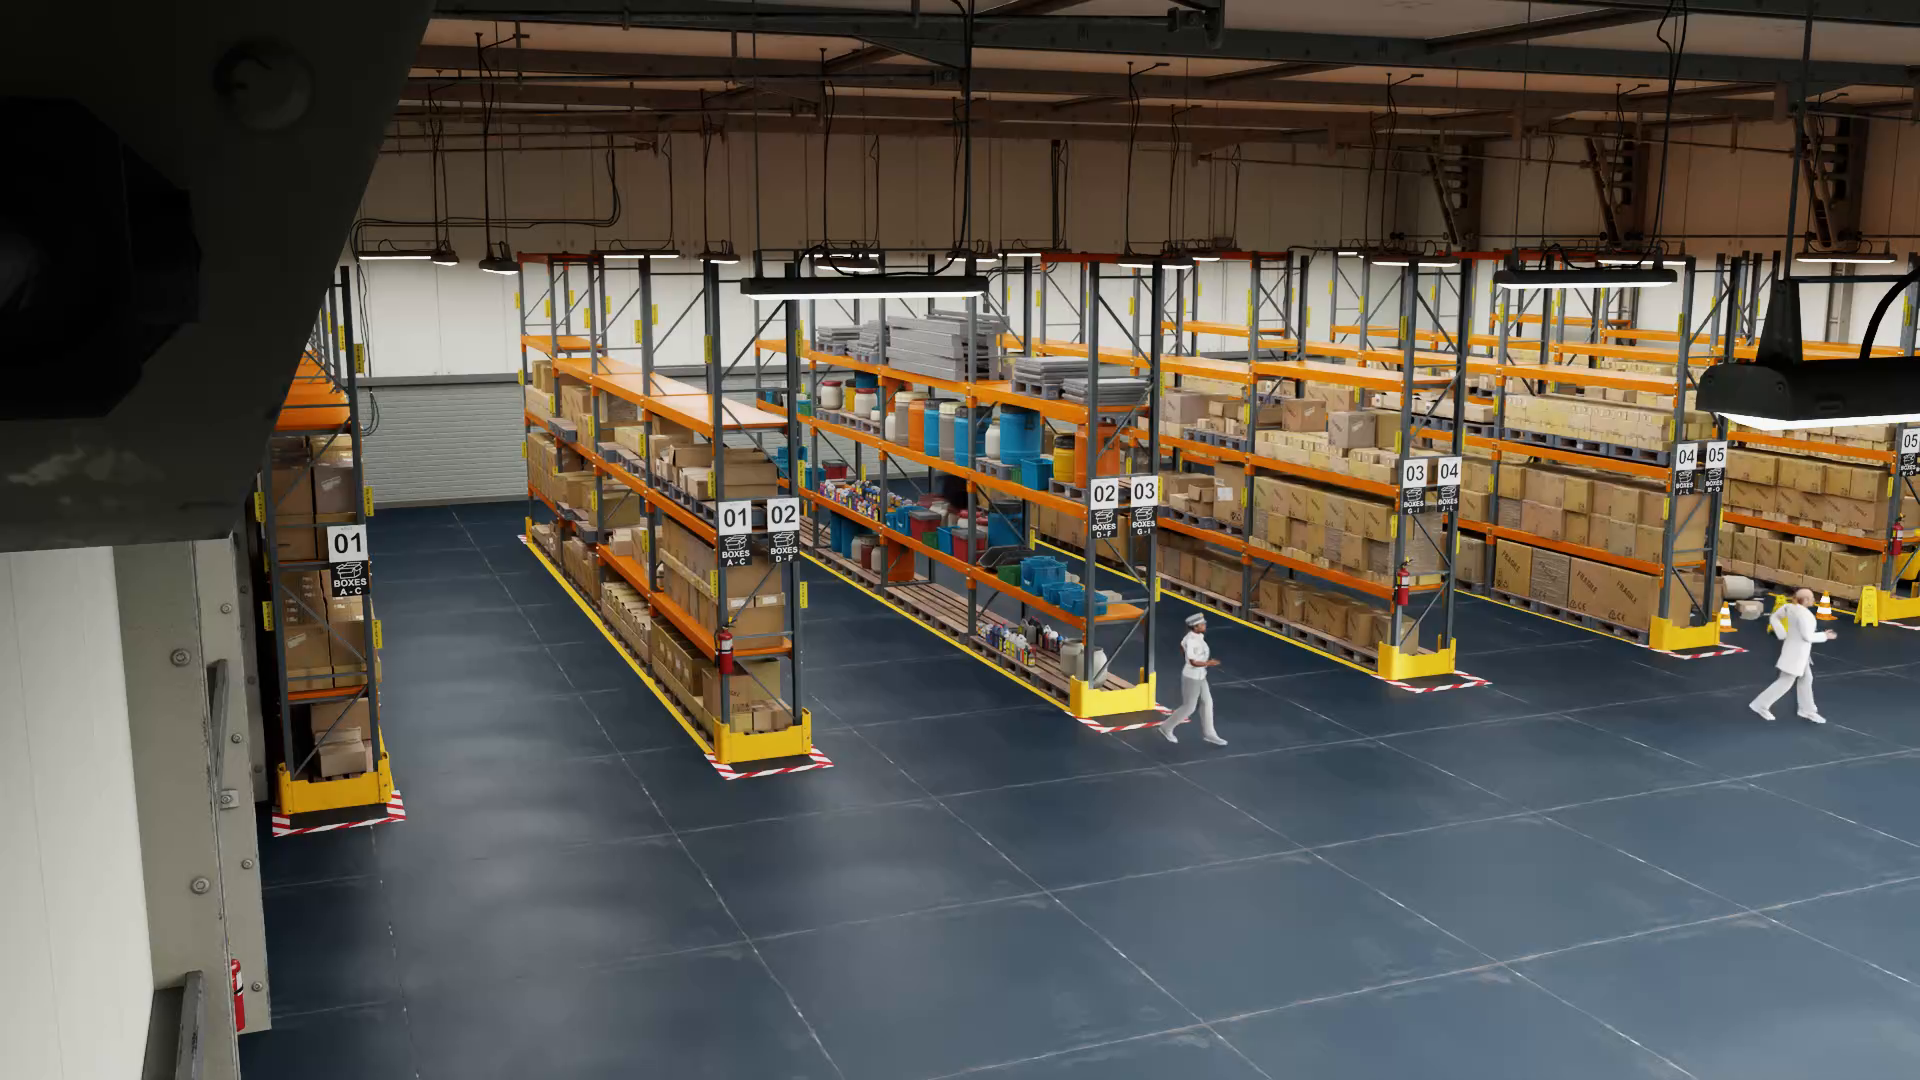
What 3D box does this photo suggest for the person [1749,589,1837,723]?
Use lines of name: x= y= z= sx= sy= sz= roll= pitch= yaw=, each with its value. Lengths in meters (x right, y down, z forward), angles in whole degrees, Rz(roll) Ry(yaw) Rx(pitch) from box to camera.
person: x=10.886 y=1.517 z=21.734 sx=1.001 sy=1.805 sz=0.645 roll=2 pitch=11 yaw=12

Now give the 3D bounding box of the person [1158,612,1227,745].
person: x=2.927 y=1.724 z=20.784 sx=0.855 sy=1.689 sz=0.589 roll=3 pitch=11 yaw=15

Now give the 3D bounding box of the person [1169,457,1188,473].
person: x=5.513 y=-2.100 z=41.873 sx=0.988 sy=1.723 sz=0.729 roll=-4 pitch=11 yaw=-19

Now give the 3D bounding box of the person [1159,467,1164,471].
person: x=4.130 y=-0.732 z=34.522 sx=0.540 sy=1.579 sz=0.888 roll=-5 pitch=11 yaw=-25
